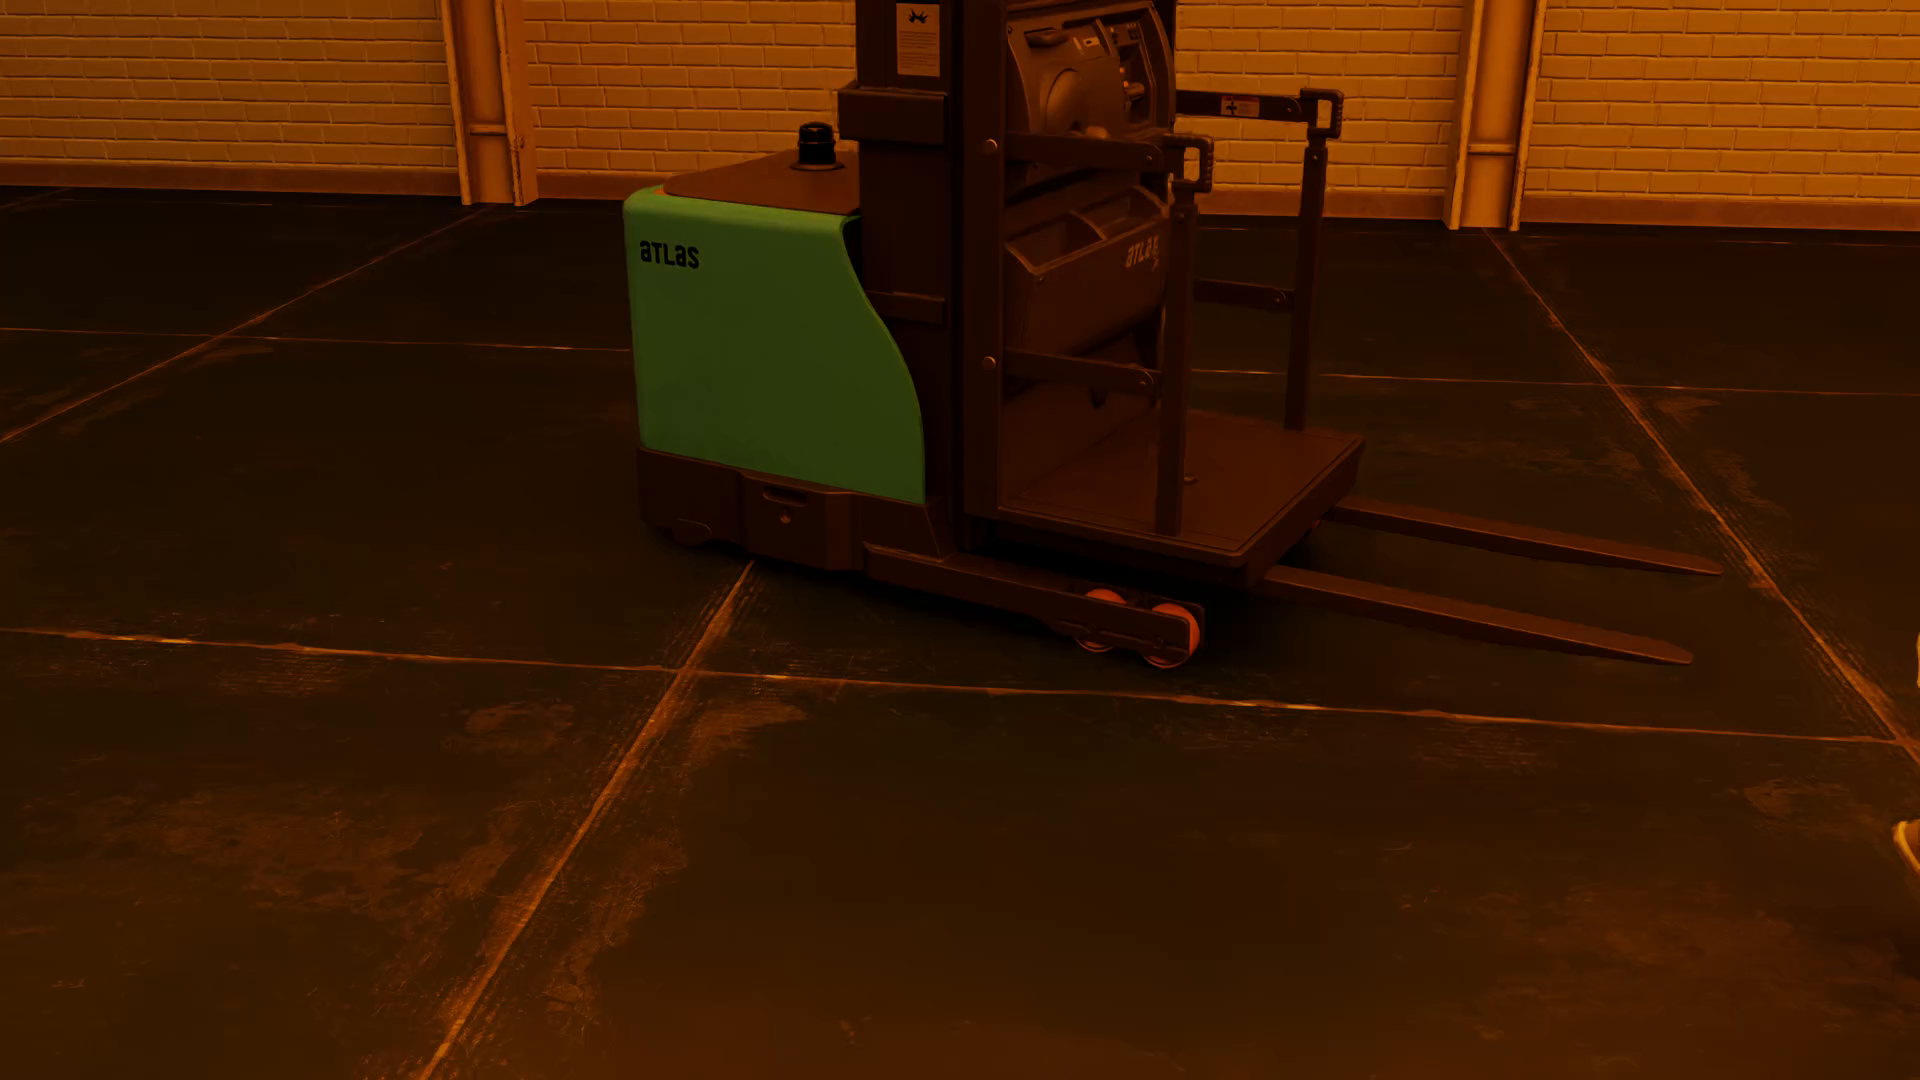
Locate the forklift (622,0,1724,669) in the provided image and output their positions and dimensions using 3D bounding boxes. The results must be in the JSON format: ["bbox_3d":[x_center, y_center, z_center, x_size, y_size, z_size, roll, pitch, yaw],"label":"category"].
[{"bbox_3d":[0.542,-1.251,4.360,3.031,2.935,1.130,12,25,27],"label":"forklift"}]

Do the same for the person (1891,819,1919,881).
[{"bbox_3d":[1.741,0.297,2.486,0.479,1.546,1.056,12,25,28],"label":"person"}]
